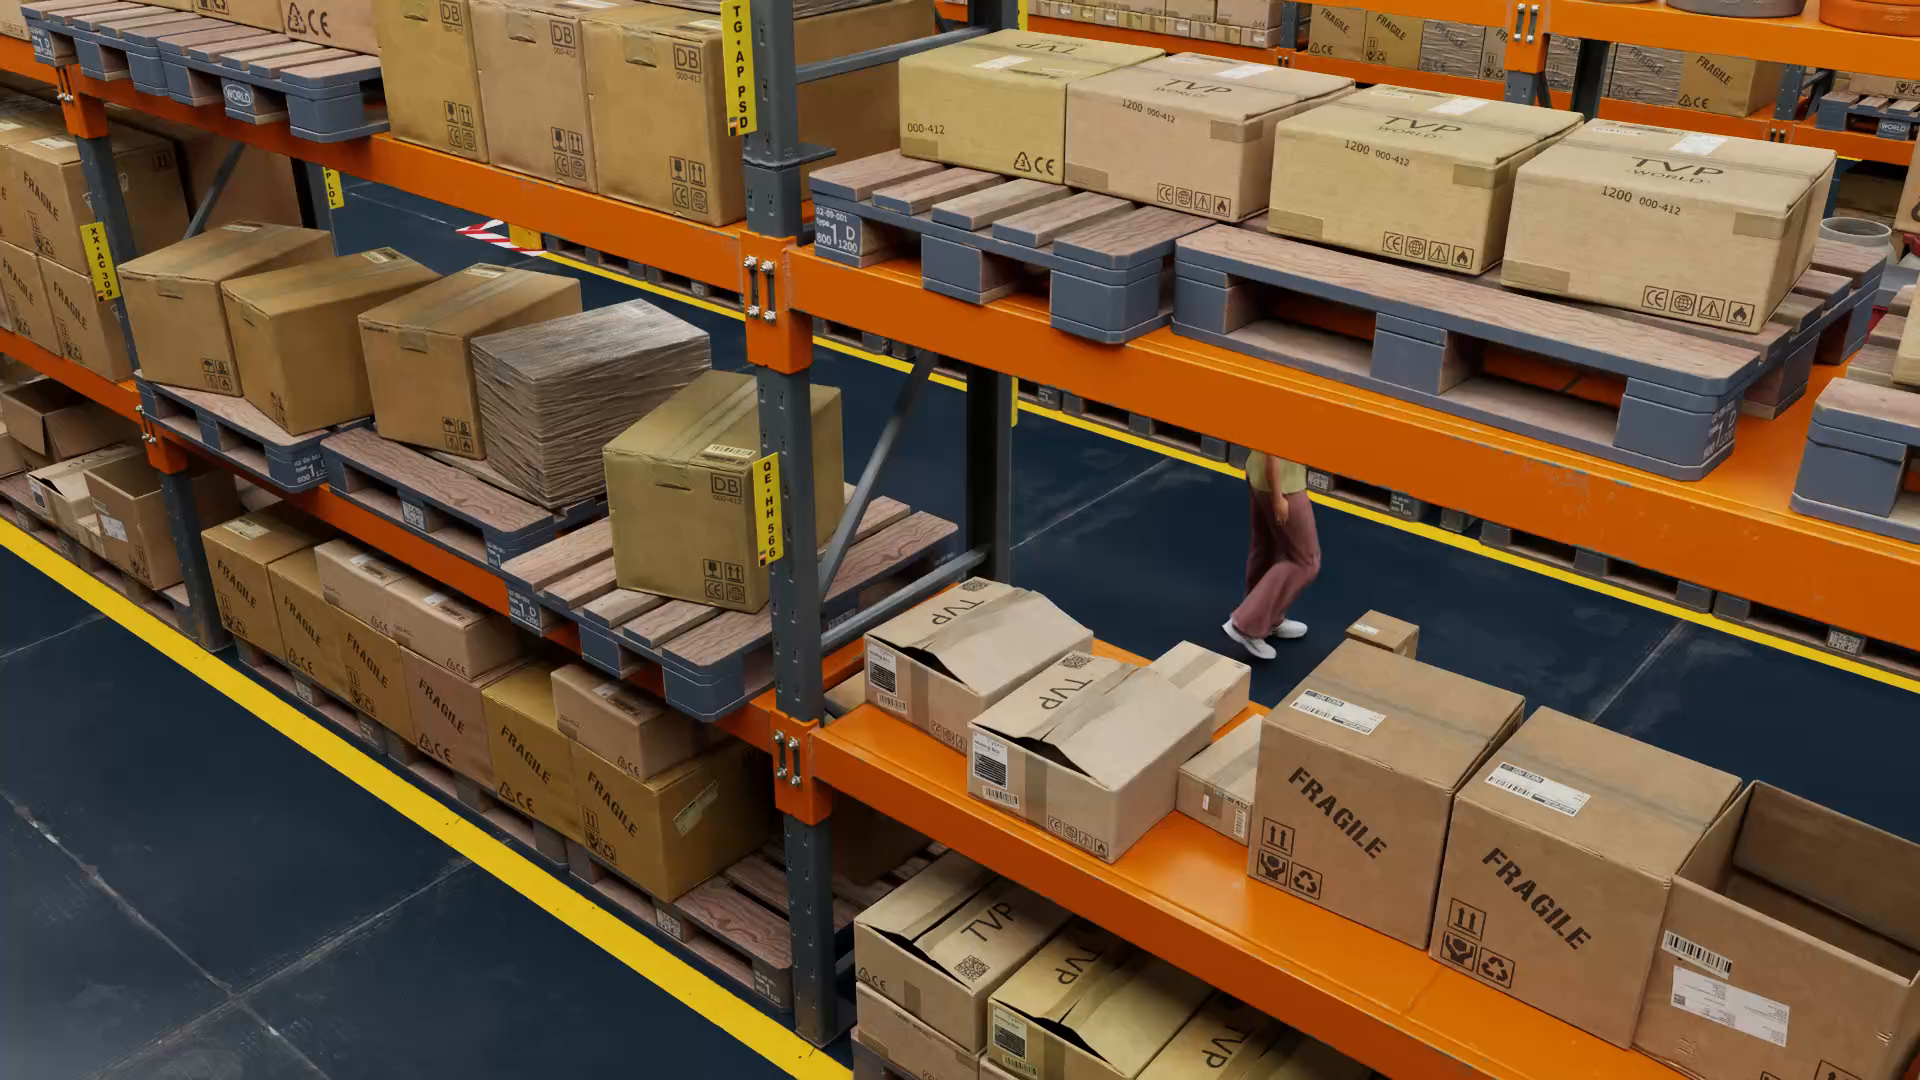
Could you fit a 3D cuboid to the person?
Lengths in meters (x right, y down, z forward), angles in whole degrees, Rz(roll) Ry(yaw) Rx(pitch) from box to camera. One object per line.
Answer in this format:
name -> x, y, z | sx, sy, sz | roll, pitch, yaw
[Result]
person -> 1.448, -0.255, 7.592 | 0.450, 1.677, 0.459 | 0, 27, 0
